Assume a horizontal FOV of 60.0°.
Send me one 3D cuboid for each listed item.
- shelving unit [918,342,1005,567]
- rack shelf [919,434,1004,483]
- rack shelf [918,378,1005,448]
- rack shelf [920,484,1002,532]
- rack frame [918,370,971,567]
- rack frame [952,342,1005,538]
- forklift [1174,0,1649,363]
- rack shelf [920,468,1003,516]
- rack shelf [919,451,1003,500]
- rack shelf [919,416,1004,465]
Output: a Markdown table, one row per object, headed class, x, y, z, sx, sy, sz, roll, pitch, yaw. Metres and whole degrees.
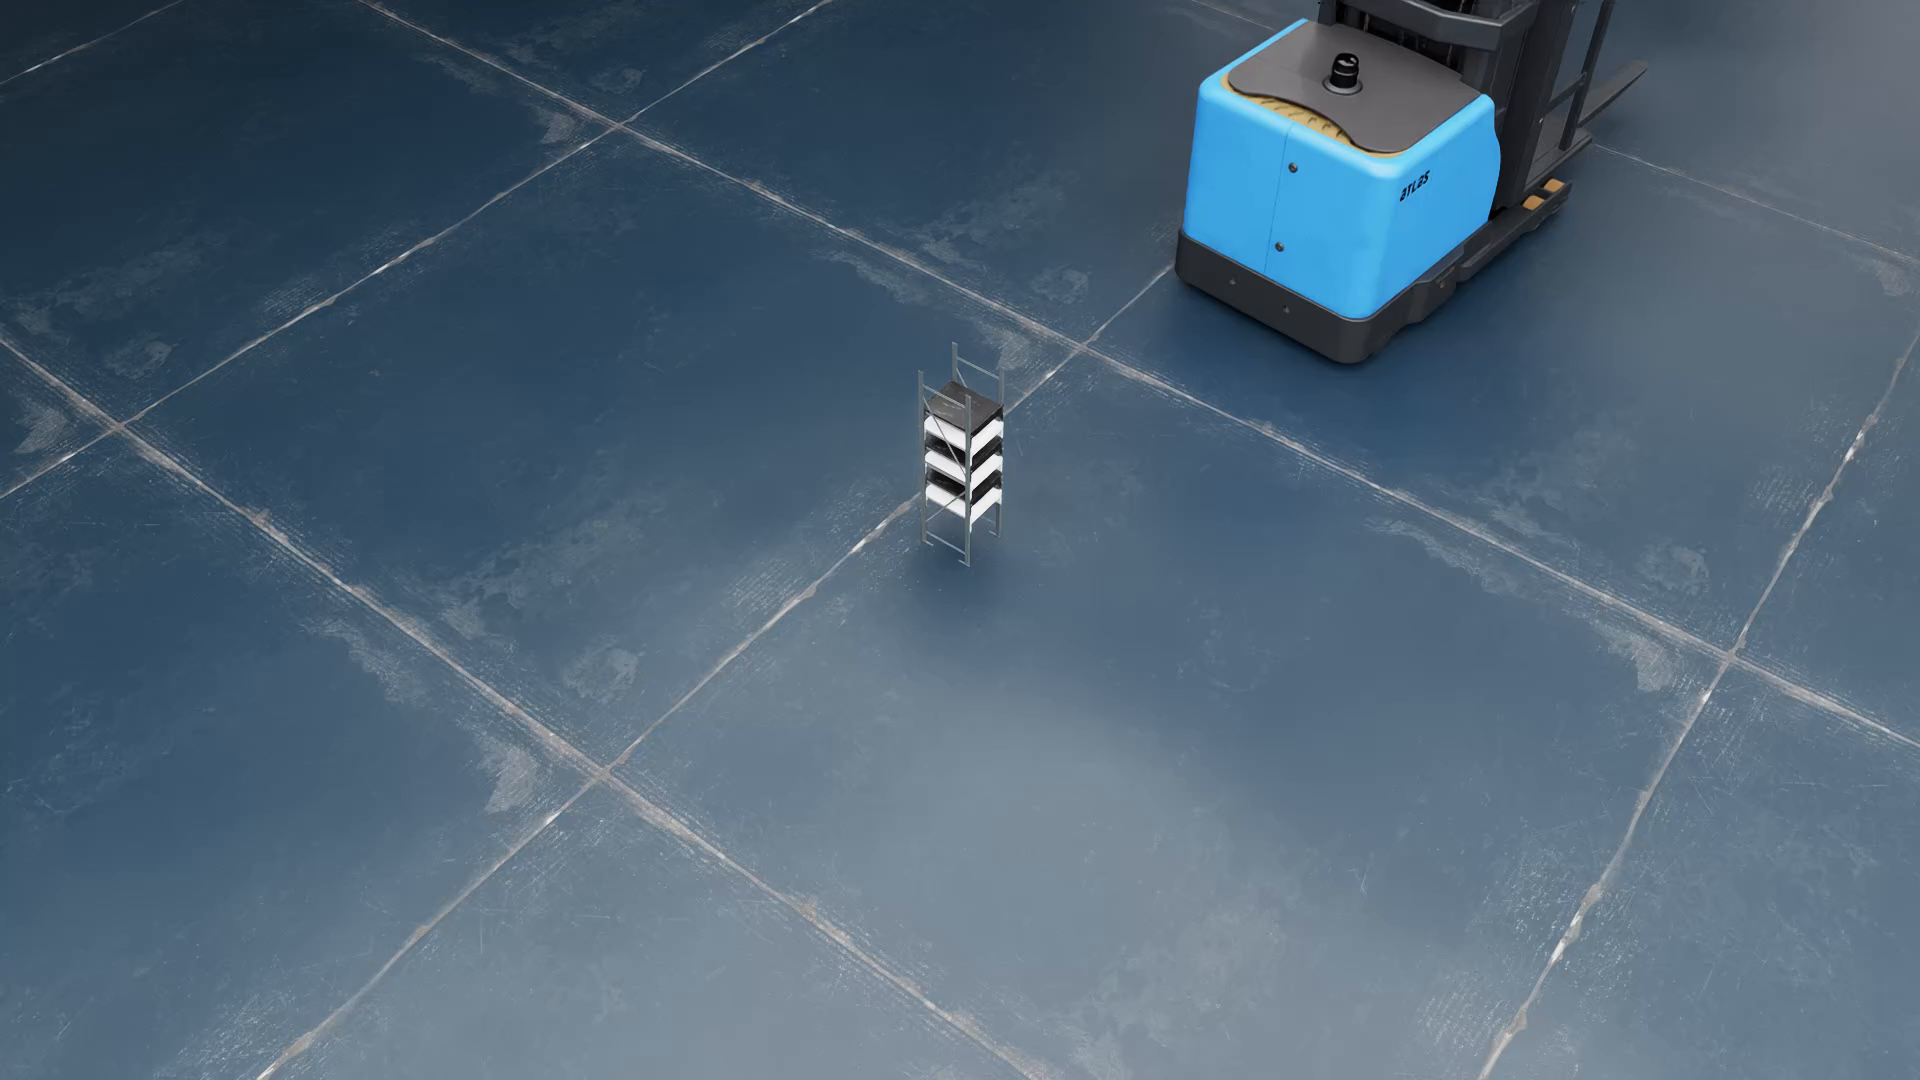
| class | x | y | z | sx | sy | sz | roll | pitch | yaw |
| --- | --- | --- | --- | --- | --- | --- | --- | --- | --- |
| shelving unit | 0.005 | -0.315 | 6.429 | 0.258 | 0.900 | 0.210 | 29 | 53 | 25 |
| rack shelf | 0.005 | -0.355 | 6.388 | 0.258 | 0.077 | 0.200 | 29 | 53 | 25 |
| rack shelf | 0.005 | -0.479 | 6.258 | 0.258 | 0.077 | 0.200 | 29 | 53 | 25 |
| rack shelf | 0.005 | -0.168 | 6.583 | 0.258 | 0.077 | 0.200 | 29 | 53 | 25 |
| rack frame | -0.057 | -0.257 | 6.373 | 0.240 | 0.900 | 0.006 | 29 | 53 | 25 |
| rack frame | 0.067 | -0.374 | 6.485 | 0.240 | 0.900 | 0.006 | 29 | 53 | 25 |
| forklift | 2.393 | -2.773 | 7.372 | 1.130 | 2.935 | 3.031 | 34 | 55 | 28 |
| rack shelf | 0.005 | -0.230 | 6.518 | 0.258 | 0.077 | 0.200 | 29 | 53 | 25 |
| rack shelf | 0.005 | -0.292 | 6.453 | 0.258 | 0.077 | 0.200 | 29 | 53 | 25 |
| rack shelf | 0.005 | -0.417 | 6.323 | 0.258 | 0.077 | 0.200 | 29 | 53 | 25 |
